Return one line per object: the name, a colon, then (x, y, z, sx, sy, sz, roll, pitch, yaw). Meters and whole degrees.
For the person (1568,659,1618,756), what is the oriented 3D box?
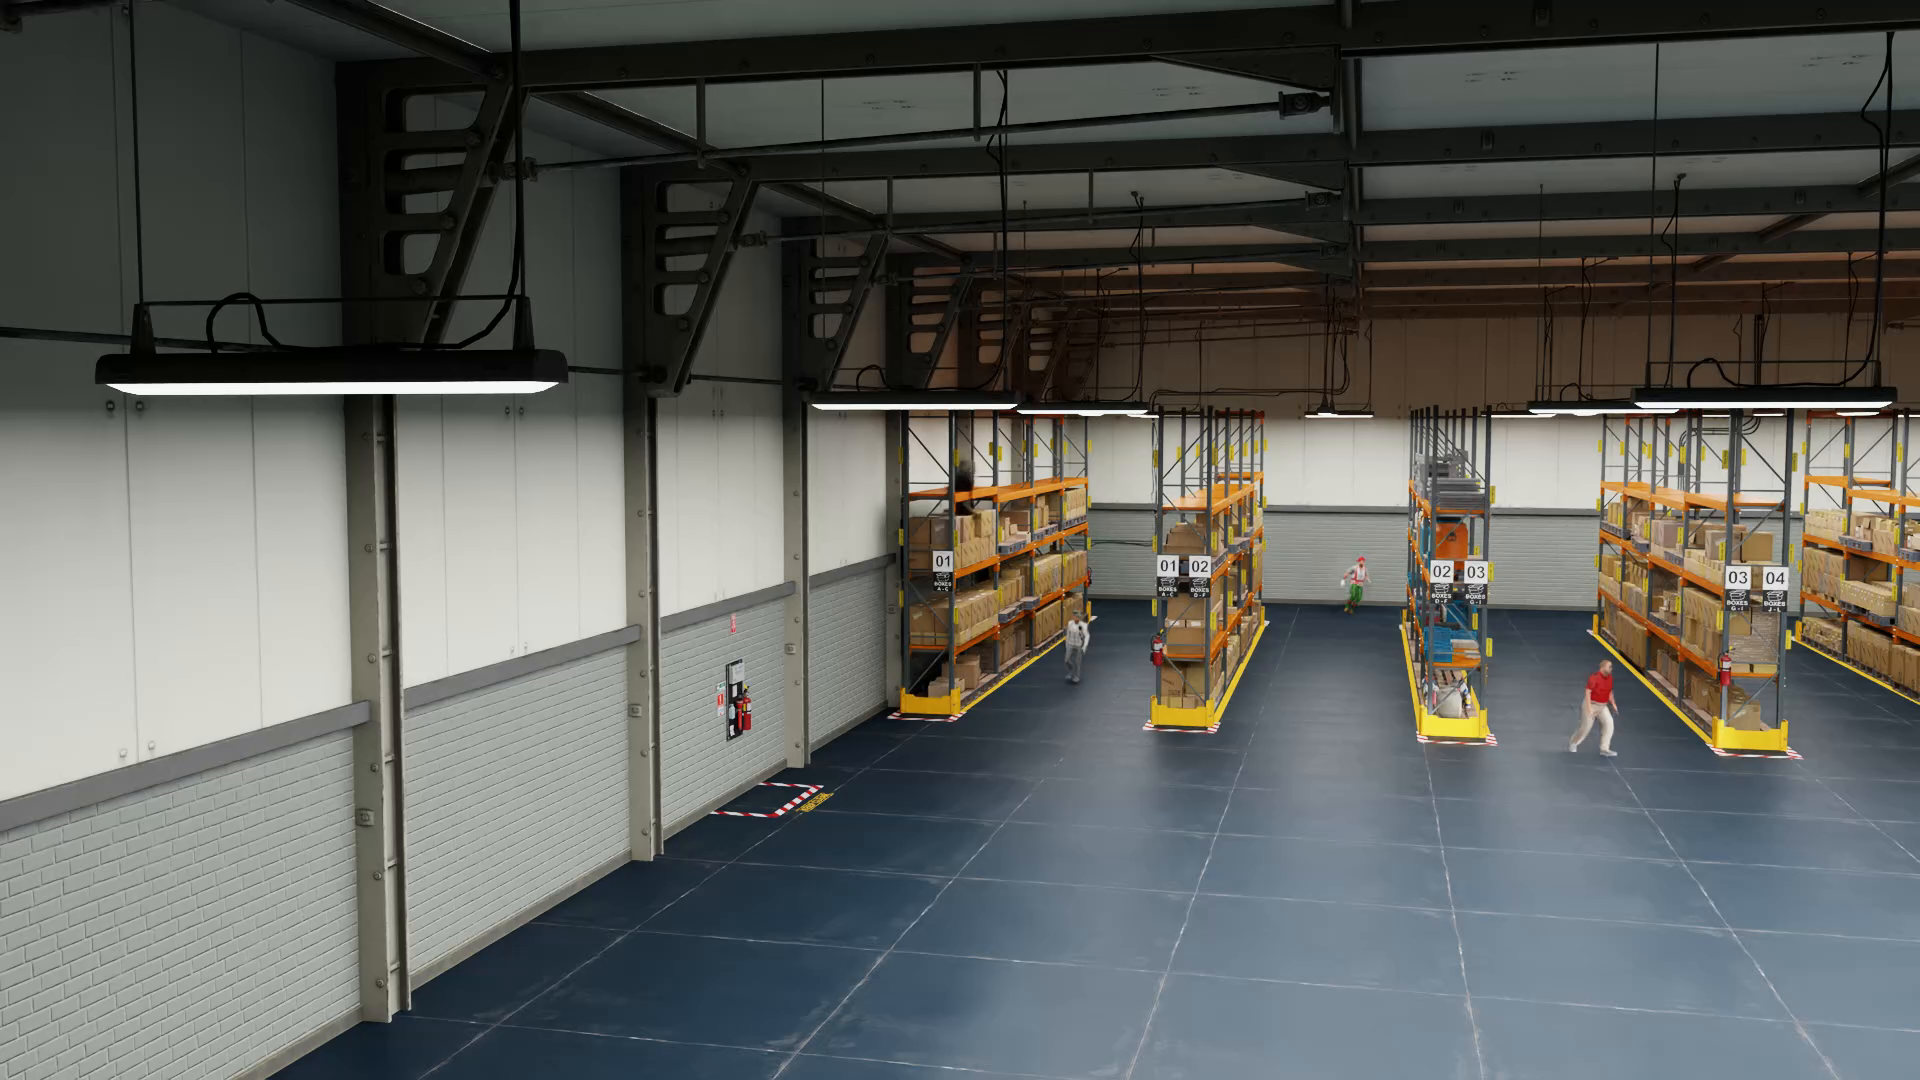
person: (10.903, 2.852, 28.552, 0.757, 1.653, 0.845, -2, 5, -31)

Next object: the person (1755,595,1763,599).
person: (21.273, 1.683, 44.102, 0.923, 1.750, 0.686, -1, 4, -16)

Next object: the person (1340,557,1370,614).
person: (11.800, 1.361, 49.354, 0.873, 1.709, 0.598, -2, 4, -20)

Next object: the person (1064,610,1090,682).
person: (2.541, 2.315, 36.246, 0.620, 1.616, 0.604, 1, 4, 17)
